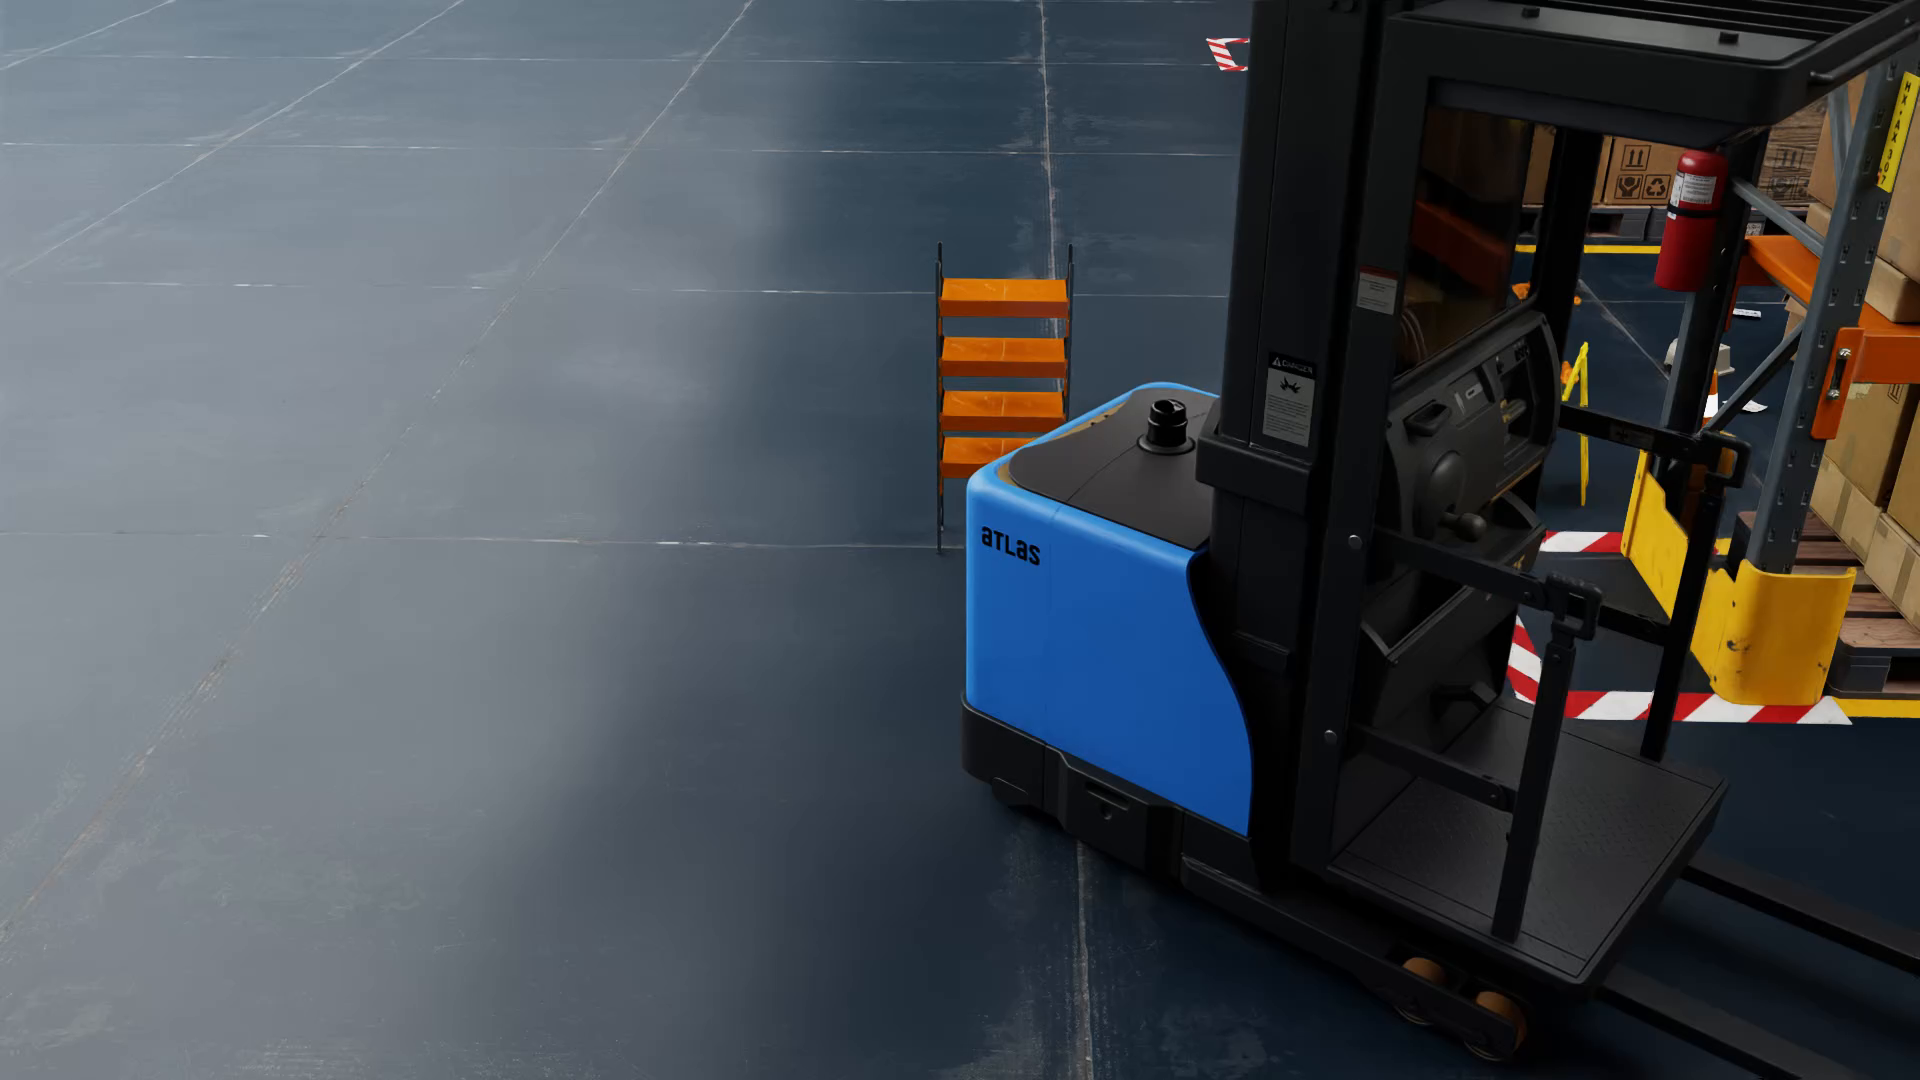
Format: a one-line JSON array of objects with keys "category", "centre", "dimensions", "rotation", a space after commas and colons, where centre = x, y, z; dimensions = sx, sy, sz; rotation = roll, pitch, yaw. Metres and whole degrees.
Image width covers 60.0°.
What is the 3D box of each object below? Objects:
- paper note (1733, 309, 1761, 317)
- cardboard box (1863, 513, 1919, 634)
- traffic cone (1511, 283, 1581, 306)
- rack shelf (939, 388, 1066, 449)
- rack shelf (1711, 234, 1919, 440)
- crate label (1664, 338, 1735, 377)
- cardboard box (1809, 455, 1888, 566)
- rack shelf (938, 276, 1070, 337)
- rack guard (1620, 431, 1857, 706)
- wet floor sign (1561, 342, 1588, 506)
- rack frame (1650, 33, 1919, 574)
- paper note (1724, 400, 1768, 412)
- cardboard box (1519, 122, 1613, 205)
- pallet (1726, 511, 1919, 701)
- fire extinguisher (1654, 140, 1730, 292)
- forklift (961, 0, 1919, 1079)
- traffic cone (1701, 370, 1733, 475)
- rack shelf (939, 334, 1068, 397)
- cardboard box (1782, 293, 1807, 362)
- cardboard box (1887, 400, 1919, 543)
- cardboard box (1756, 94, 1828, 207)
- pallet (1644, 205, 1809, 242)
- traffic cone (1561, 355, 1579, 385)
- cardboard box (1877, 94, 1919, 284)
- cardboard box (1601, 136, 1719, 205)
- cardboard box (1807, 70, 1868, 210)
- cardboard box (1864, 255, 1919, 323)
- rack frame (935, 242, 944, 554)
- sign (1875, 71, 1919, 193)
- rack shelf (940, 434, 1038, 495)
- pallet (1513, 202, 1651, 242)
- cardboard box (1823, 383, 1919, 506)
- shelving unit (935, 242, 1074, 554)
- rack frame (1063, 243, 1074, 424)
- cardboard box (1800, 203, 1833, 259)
[{"category": "paper note", "centre": [4.244, -1.226, 8.970], "dimensions": [0.142, 0.017, 0.144], "rotation": [11, 30, 19]}, {"category": "cardboard box", "centre": [3.501, 0.132, 5.723], "dimensions": [0.500, 0.250, 0.500], "rotation": [1, 28, 1]}, {"category": "traffic cone", "centre": [3.259, -1.564, 9.145], "dimensions": [0.334, 0.463, 0.336], "rotation": [1, 28, 2]}, {"category": "rack shelf", "centre": [0.165, -0.468, 6.433], "dimensions": [0.480, 0.148, 0.258], "rotation": [1, 28, 2]}, {"category": "rack shelf", "centre": [4.703, -0.689, 5.553], "dimensions": [4.000, 0.370, 1.077], "rotation": [1, 28, 2]}, {"category": "crate label", "centre": [3.667, -0.913, 8.264], "dimensions": [0.298, 0.136, 0.250], "rotation": [-14, 31, -24]}, {"category": "cardboard box", "centre": [3.546, -0.123, 6.204], "dimensions": [0.500, 0.250, 0.500], "rotation": [1, 28, 2]}, {"category": "rack shelf", "centre": [0.165, -0.875, 6.218], "dimensions": [0.480, 0.148, 0.258], "rotation": [1, 28, 2]}, {"category": "rack guard", "centre": [2.781, 0.066, 6.030], "dimensions": [0.348, 0.500, 1.175], "rotation": [1, 28, 2]}, {"category": "wet floor sign", "centre": [2.553, -0.504, 6.949], "dimensions": [0.232, 0.644, 0.267], "rotation": [11, 30, 19]}, {"category": "rack frame", "centre": [2.705, -1.040, 5.447], "dimensions": [0.127, 3.000, 1.000], "rotation": [1, 28, 2]}, {"category": "paper note", "centre": [3.720, -0.644, 7.871], "dimensions": [0.142, 0.019, 0.148], "rotation": [-9, 29, -16]}, {"category": "cardboard box", "centre": [3.458, -2.625, 10.258], "dimensions": [0.875, 0.875, 0.875], "rotation": [1, 28, 2]}, {"category": "pallet", "centre": [3.591, 0.223, 6.041], "dimensions": [1.213, 0.211, 1.003], "rotation": [1, 28, 2]}, {"category": "fire extinguisher", "centre": [2.606, -1.223, 5.876], "dimensions": [0.183, 0.674, 0.296], "rotation": [1, 28, 2]}, {"category": "forklift", "centre": [1.454, -0.261, 4.051], "dimensions": [3.031, 2.935, 1.130], "rotation": [22, 35, 35]}, {"category": "traffic cone", "centre": [3.180, -0.516, 7.167], "dimensions": [0.334, 0.463, 0.336], "rotation": [1, 28, 2]}, {"category": "rack shelf", "centre": [0.165, -0.666, 6.329], "dimensions": [0.480, 0.148, 0.258], "rotation": [1, 28, 2]}, {"category": "cardboard box", "centre": [4.549, -1.093, 8.212], "dimensions": [0.637, 0.503, 0.797], "rotation": [-20, 34, -33]}, {"category": "cardboard box", "centre": [3.525, -0.199, 5.548], "dimensions": [0.500, 0.500, 0.500], "rotation": [0, 28, 0]}, {"category": "cardboard box", "centre": [5.249, -2.595, 10.202], "dimensions": [0.875, 0.875, 0.875], "rotation": [1, 28, 2]}, {"category": "pallet", "centre": [4.796, -2.128, 10.478], "dimensions": [1.213, 0.211, 1.003], "rotation": [1, 28, 2]}, {"category": "traffic cone", "centre": [2.879, -1.041, 8.158], "dimensions": [0.334, 0.463, 0.336], "rotation": [1, 28, 2]}, {"category": "cardboard box", "centre": [3.168, -1.078, 5.094], "dimensions": [0.500, 0.500, 0.500], "rotation": [1, 28, 1]}, {"category": "cardboard box", "centre": [4.338, -2.611, 10.232], "dimensions": [0.875, 0.875, 0.875], "rotation": [1, 28, 1]}, {"category": "cardboard box", "centre": [3.257, -1.335, 5.580], "dimensions": [0.500, 0.500, 0.500], "rotation": [0, 28, 1]}, {"category": "cardboard box", "centre": [3.037, -0.826, 5.313], "dimensions": [0.250, 0.149, 0.380], "rotation": [1, 28, 2]}, {"category": "rack frame", "centre": [-0.078, -0.531, 6.410], "dimensions": [0.015, 1.200, 0.240], "rotation": [1, 28, 2]}, {"category": "sign", "centre": [2.686, -1.168, 4.765], "dimensions": [0.005, 0.325, 0.100], "rotation": [1, 28, 2]}, {"category": "rack shelf", "centre": [0.165, -0.293, 6.526], "dimensions": [0.480, 0.148, 0.258], "rotation": [1, 28, 2]}, {"category": "pallet", "centre": [3.580, -2.150, 10.518], "dimensions": [1.213, 0.211, 1.003], "rotation": [1, 28, 2]}, {"category": "cardboard box", "centre": [3.514, -0.451, 6.022], "dimensions": [0.500, 0.500, 0.500], "rotation": [1, 28, 2]}, {"category": "shelving unit", "centre": [0.165, -0.527, 6.402], "dimensions": [0.503, 1.200, 0.258], "rotation": [1, 28, 2]}, {"category": "rack frame", "centre": [0.409, -0.523, 6.394], "dimensions": [0.015, 1.200, 0.240], "rotation": [1, 28, 2]}, {"category": "cardboard box", "centre": [3.086, -1.023, 5.683], "dimensions": [0.250, 0.149, 0.380], "rotation": [2, 28, 4]}]
